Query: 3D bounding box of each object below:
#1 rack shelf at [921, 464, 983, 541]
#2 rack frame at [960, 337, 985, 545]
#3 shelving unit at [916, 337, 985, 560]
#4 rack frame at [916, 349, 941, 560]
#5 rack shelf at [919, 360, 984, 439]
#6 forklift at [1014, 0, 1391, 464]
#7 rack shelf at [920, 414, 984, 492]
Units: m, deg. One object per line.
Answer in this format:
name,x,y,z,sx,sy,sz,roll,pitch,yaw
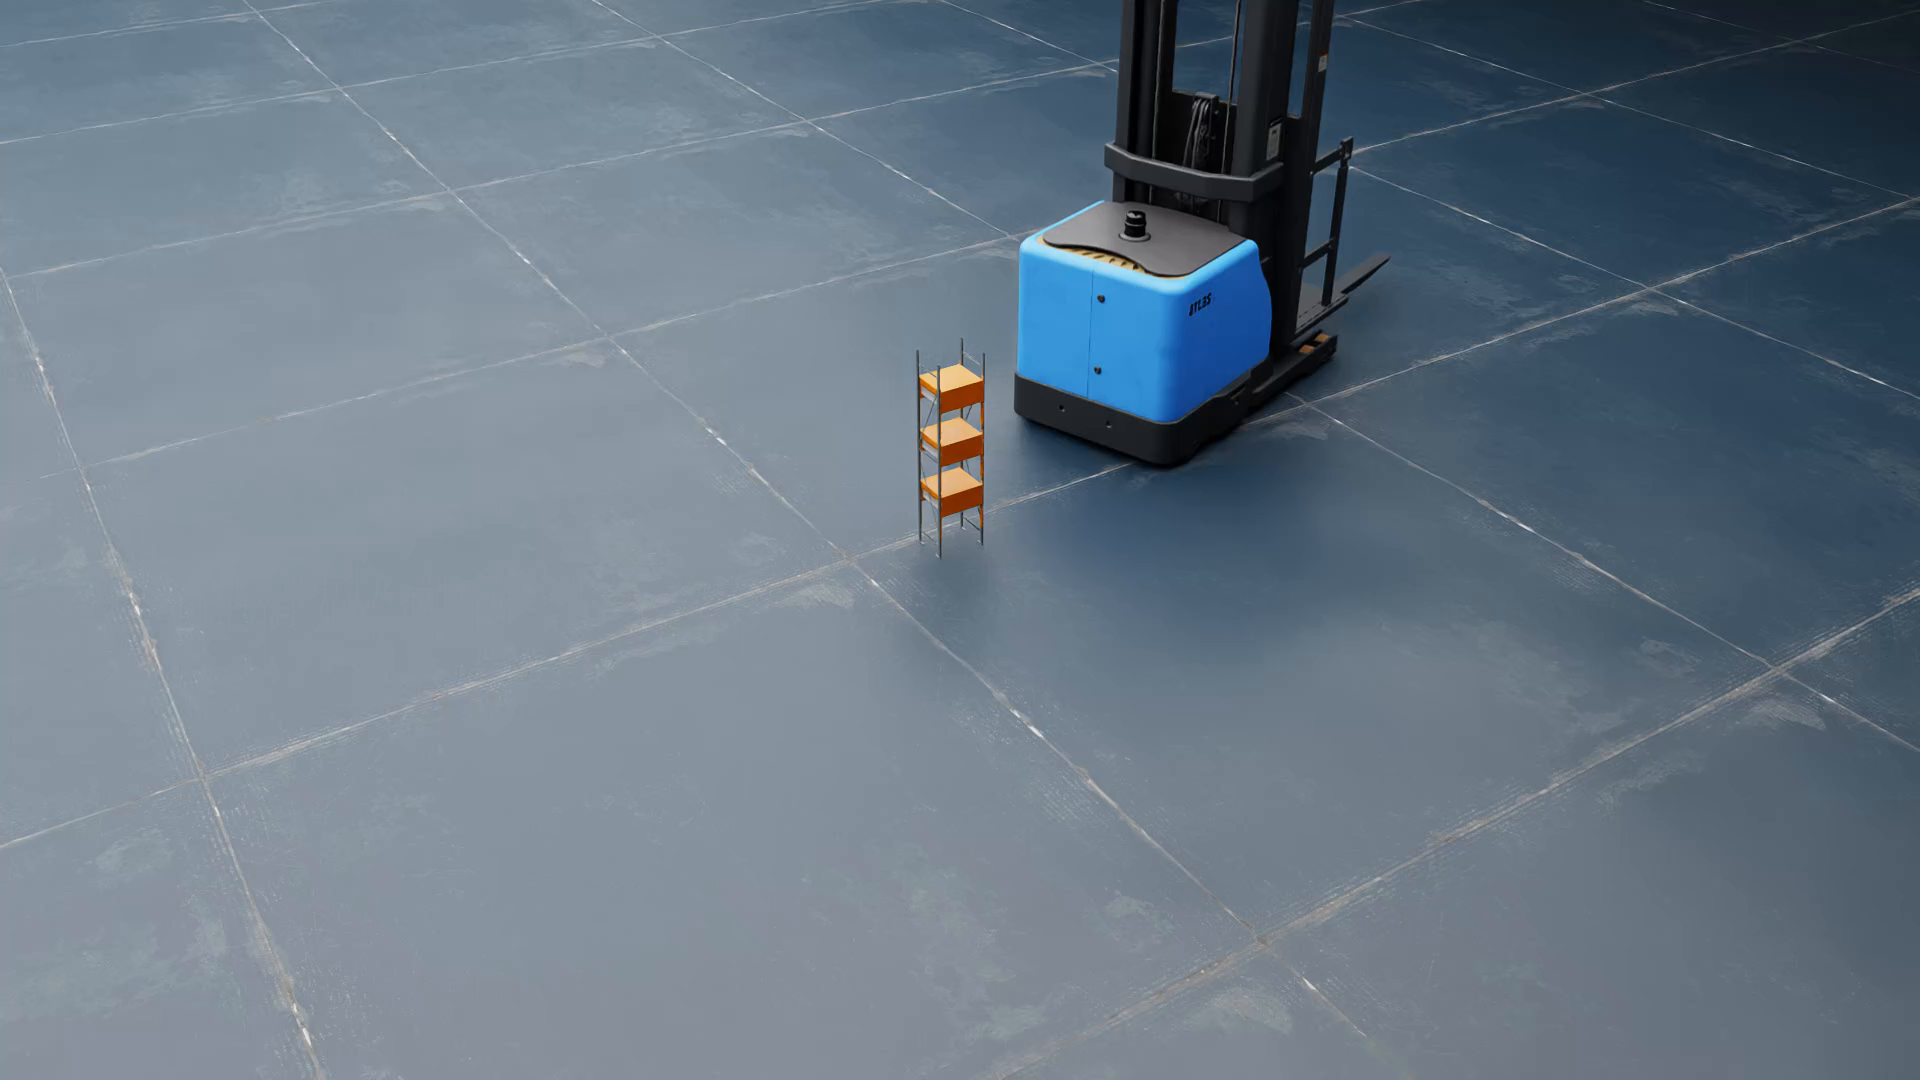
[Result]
rack shelf,-0.045,-0.185,8.099,0.240,0.259,0.215,-19,37,-27
rack frame,0.058,-0.464,8.001,0.008,1.050,0.200,-19,37,-27
shelving unit,-0.045,-0.429,7.945,0.252,1.050,0.215,-19,37,-27
rack frame,-0.148,-0.393,7.889,0.008,1.050,0.200,-19,37,-27
rack shelf,-0.045,-0.660,7.800,0.240,0.259,0.215,-19,37,-27
forklift,1.597,-2.366,9.253,1.130,2.935,3.031,22,39,31
rack shelf,-0.045,-0.420,7.951,0.240,0.259,0.215,-19,37,-27
